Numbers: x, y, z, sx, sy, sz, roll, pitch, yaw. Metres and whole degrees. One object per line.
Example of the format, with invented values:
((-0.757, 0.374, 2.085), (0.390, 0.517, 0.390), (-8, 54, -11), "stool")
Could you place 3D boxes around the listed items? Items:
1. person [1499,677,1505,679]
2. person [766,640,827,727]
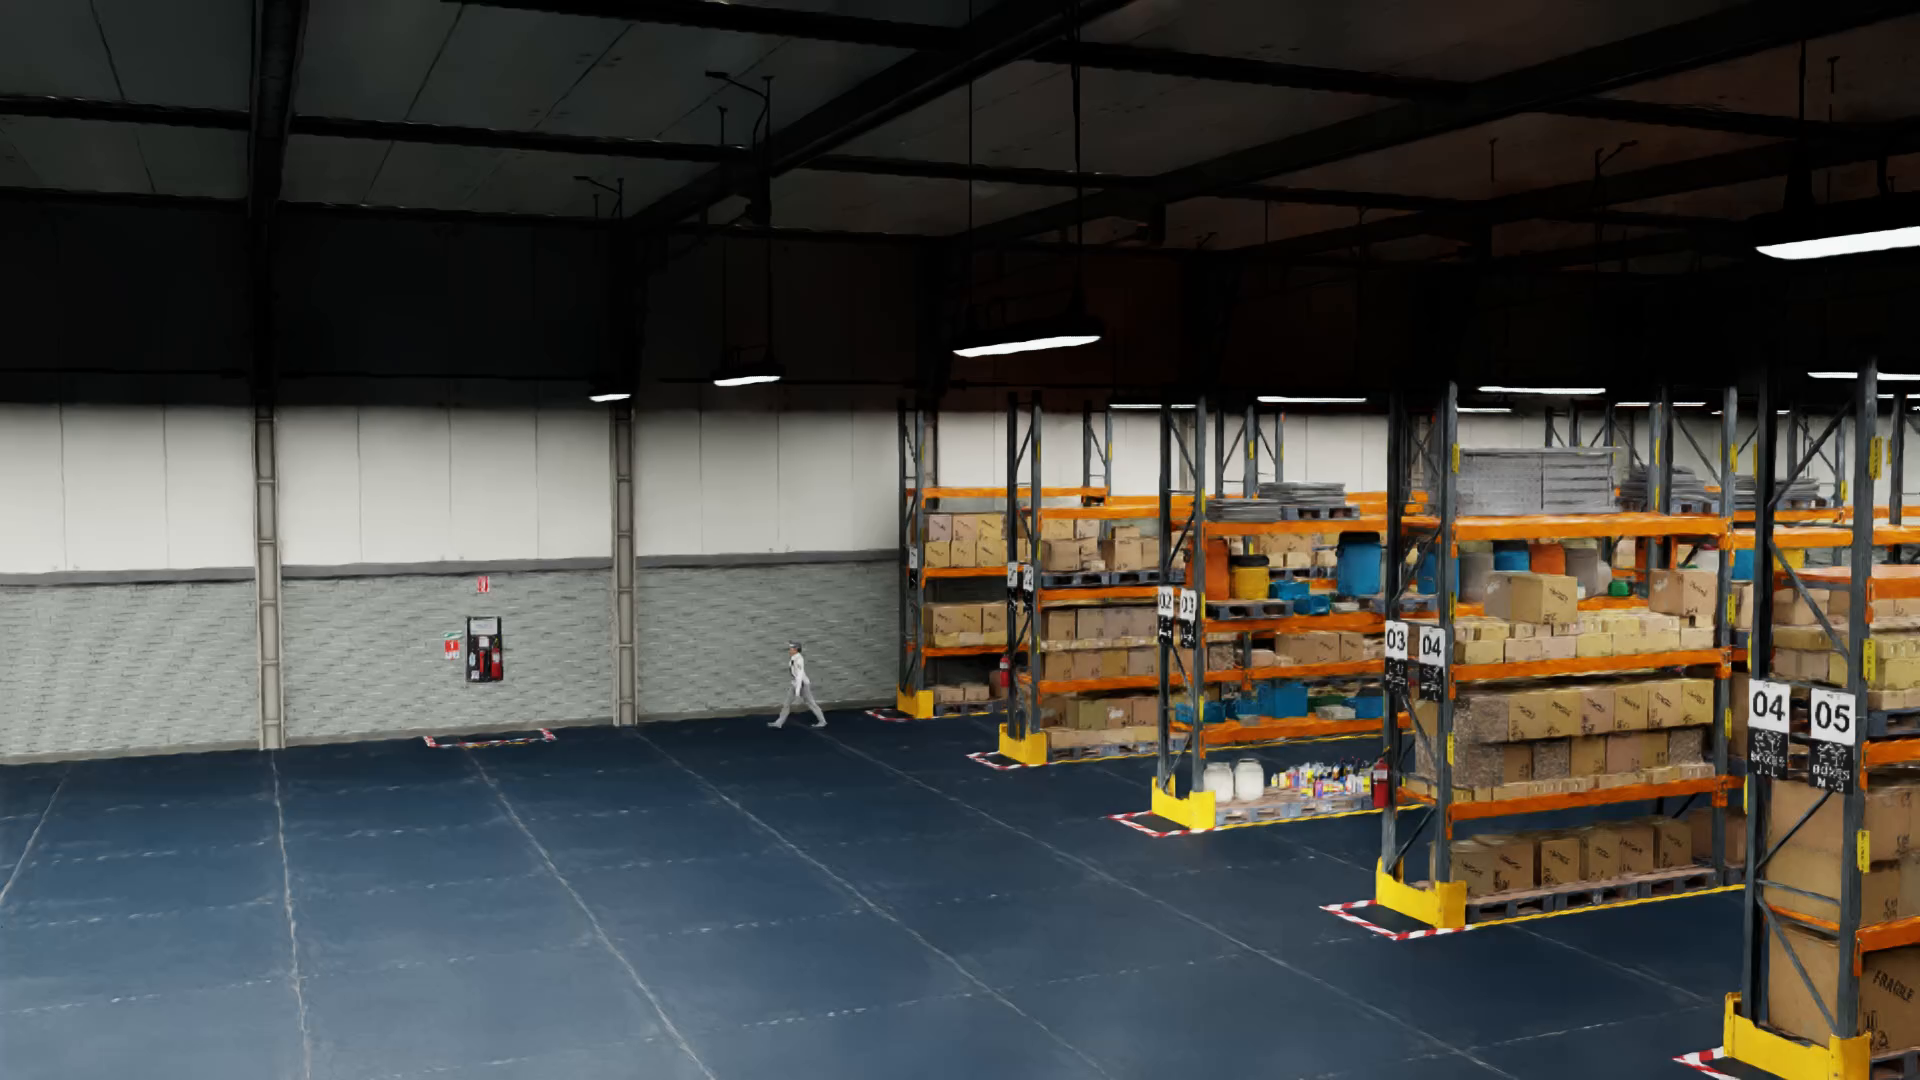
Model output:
((8.682, 2.821, 26.140), (0.909, 1.607, 0.500), (0, 3, -7), "person")
((-2.927, 2.591, 29.917), (1.077, 1.586, 0.493), (-1, 4, -21), "person")
